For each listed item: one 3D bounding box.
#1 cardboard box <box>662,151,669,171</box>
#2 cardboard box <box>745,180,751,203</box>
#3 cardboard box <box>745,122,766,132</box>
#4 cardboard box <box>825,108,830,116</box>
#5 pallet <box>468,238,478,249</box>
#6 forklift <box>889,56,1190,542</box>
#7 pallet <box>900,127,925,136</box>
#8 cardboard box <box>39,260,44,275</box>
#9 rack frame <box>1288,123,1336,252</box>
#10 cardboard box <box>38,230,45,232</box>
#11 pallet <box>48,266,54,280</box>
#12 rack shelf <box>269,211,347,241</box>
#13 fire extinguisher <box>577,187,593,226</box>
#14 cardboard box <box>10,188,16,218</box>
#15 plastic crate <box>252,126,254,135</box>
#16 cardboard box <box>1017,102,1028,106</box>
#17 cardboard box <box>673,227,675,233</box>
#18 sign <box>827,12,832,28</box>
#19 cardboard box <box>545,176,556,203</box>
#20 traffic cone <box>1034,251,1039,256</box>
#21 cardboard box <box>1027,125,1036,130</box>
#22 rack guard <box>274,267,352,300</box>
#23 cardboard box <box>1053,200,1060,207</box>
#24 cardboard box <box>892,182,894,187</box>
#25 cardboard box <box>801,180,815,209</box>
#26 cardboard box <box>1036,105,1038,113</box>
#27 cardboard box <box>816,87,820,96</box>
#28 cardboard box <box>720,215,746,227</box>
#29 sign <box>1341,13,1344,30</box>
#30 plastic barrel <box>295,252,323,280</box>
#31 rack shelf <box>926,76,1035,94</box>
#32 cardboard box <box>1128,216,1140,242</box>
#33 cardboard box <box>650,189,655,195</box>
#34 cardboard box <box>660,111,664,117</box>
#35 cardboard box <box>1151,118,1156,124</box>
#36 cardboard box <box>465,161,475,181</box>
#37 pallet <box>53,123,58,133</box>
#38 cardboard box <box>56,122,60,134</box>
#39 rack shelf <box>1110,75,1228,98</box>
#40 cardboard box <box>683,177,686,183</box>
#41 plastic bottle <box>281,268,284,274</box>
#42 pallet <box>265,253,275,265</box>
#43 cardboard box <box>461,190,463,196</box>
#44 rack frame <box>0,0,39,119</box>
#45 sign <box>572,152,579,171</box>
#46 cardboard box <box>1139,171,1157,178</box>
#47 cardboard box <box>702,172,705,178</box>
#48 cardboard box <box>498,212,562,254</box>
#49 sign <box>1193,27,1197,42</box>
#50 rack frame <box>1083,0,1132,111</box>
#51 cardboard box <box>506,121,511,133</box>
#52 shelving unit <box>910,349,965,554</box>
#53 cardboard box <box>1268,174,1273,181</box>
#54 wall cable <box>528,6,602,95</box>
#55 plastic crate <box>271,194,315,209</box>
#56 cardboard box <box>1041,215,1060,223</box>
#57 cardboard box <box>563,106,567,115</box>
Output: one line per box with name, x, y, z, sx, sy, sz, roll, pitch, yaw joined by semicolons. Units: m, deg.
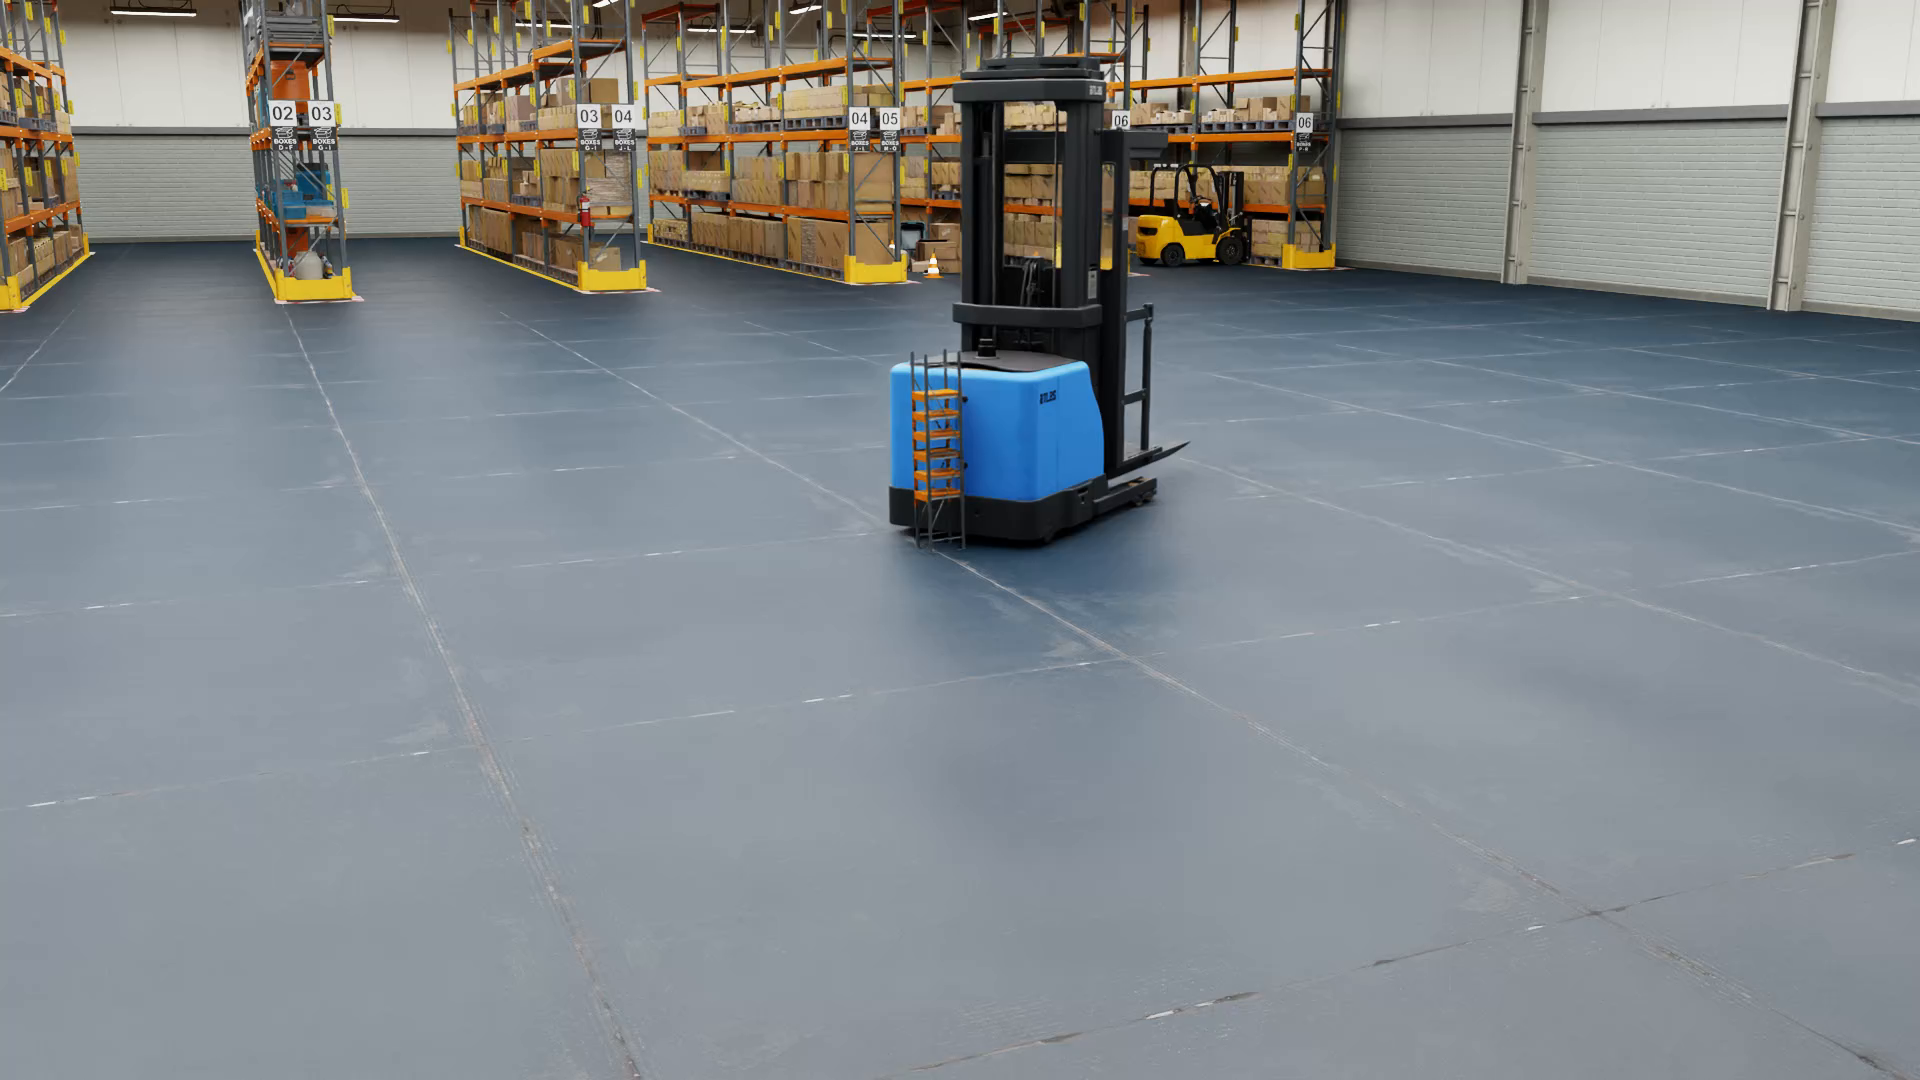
cardboard box;-7.476;-9.922;43.487;0.500;0.500;0.500;-6;14;-25
cardboard box;-4.471;-7.745;36.962;0.500;0.500;0.500;-6;14;-23
cardboard box;-4.796;-9.675;38.646;0.500;0.500;0.500;-6;14;-23
cardboard box;-2.355;-8.158;31.717;0.380;0.149;0.250;-5;14;-22
pallet;-12.209;-7.732;43.309;1.003;0.211;1.213;-6;14;-23
forklift;0.712;-1.701;11.220;1.130;2.935;3.031;7;15;28
pallet;-1.074;-10.219;41.638;1.003;0.211;1.213;-5;14;-20
cardboard box;-17.011;-4.952;30.280;0.500;0.250;0.500;-5;14;-22
rack frame;7.435;-7.287;35.203;1.000;3.000;0.127;-6;14;-23
cardboard box;-20.565;-6.617;36.875;0.500;0.500;0.500;-6;14;-23
pallet;-18.181;-5.170;32.238;1.003;0.211;1.213;-6;14;-23
rack shelf;-11.531;-5.558;29.329;1.077;0.370;4.000;-6;14;-23
fire extinguisher;-6.568;-5.840;29.122;0.296;0.674;0.183;-6;14;-23
cardboard box;-16.472;-5.725;28.230;0.700;0.500;0.500;-6;14;-24
plastic crate;-15.984;-9.393;38.120;0.450;0.188;0.662;-6;14;-23
cardboard box;1.210;-9.760;37.528;0.500;0.250;0.500;-6;14;-24
cardboard box;-7.294;-8.124;43.549;0.380;0.149;0.250;-6;14;-26
sign;-2.691;-10.697;34.207;0.100;0.325;0.005;-6;14;-23
cardboard box;-7.503;-6.758;32.035;0.875;0.500;0.500;-6;14;-23
traffic cone;1.534;-5.574;33.429;0.336;0.463;0.334;-6;14;-23
cardboard box;1.622;-8.643;34.965;0.380;0.149;0.250;-6;14;-24
rack guard;-10.804;-4.289;27.794;1.175;0.500;0.348;-6;14;-23
cardboard box;2.125;-6.921;34.180;0.380;0.149;0.250;-5;14;-22
cardboard box;-1.384;-9.055;42.067;0.500;0.250;0.500;-6;14;-25
cardboard box;-2.701;-6.961;33.460;0.875;0.550;0.550;-6;14;-23
cardboard box;1.811;-8.984;34.670;0.380;0.149;0.250;-5;14;-22
cardboard box;-2.562;-8.653;32.086;0.380;0.149;0.250;-6;14;-24
cardboard box;-5.326;-7.493;39.040;0.500;0.250;0.500;-6;14;-24
sign;7.946;-10.791;34.615;0.100;0.325;0.005;-6;14;-23
plastic barrel;-11.064;-4.617;28.253;0.421;0.512;0.421;0;13;0
rack shelf;0.485;-10.455;38.069;1.077;0.370;4.000;-6;14;-23
cardboard box;4.467;-7.858;42.003;0.875;0.625;0.625;-5;14;-21
cardboard box;-8.187;-9.457;45.135;0.380;0.149;0.250;-6;14;-23
cardboard box;-7.652;-11.140;43.539;0.380;0.149;0.250;-5;14;-21
cardboard box;4.805;-10.065;39.957;0.380;0.149;0.250;-6;14;-24
cardboard box;-12.243;-9.352;42.137;0.500;0.500;0.500;-6;14;-24
pallet;-19.880;-8.757;35.318;1.213;0.211;1.003;-6;14;-23
cardboard box;-20.045;-9.039;36.454;0.500;0.250;0.500;-6;14;-23
rack shelf;5.031;-10.904;40.009;1.077;0.370;4.000;-6;14;-23
cardboard box;-6.677;-8.954;41.369;0.380;0.149;0.250;-5;14;-22
plastic bottle;-11.868;-4.687;29.197;0.097;0.201;0.097;0;13;0
pallet;-14.774;-6.201;36.693;1.003;0.211;1.213;-6;14;-23
cardboard box;-12.761;-9.023;43.261;0.380;0.149;0.250;-5;14;-22
rack frame;-18.475;-9.625;31.998;1.000;3.000;0.127;-6;14;-23
sign;-6.709;-6.615;29.031;0.100;0.325;0.005;-6;14;-23
cardboard box;4.615;-8.947;40.713;0.380;0.149;0.250;-5;14;-22
cardboard box;-5.944;-8.722;39.710;0.380;0.149;0.250;-5;14;-20
cardboard box;-9.654;-6.910;37.353;1.225;0.875;0.875;-6;14;-26
sign;5.340;-11.479;37.761;0.100;0.325;0.005;-6;14;-23
rack frame;2.888;-9.761;32.586;1.000;3.000;0.127;-6;14;-23
cardboard box;-9.442;-8.864;35.697;0.500;0.250;0.500;-5;14;-22
shelving unit;-0.131;-0.530;9.981;0.258;1.200;0.189;-7;13;-26
cardboard box;6.862;-7.808;35.791;0.380;0.149;0.250;-5;14;-22
wall cable;-11.708;-15.218;49.032;2.277;5.999;0.120;-6;14;-23
plastic crate;-12.239;-6.172;30.523;0.767;0.338;0.504;-6;14;-23
cardboard box;1.918;-6.703;34.744;0.380;0.149;0.250;-5;14;-21
cardboard box;-6.918;-7.715;29.850;0.380;0.149;0.250;-6;14;-23
